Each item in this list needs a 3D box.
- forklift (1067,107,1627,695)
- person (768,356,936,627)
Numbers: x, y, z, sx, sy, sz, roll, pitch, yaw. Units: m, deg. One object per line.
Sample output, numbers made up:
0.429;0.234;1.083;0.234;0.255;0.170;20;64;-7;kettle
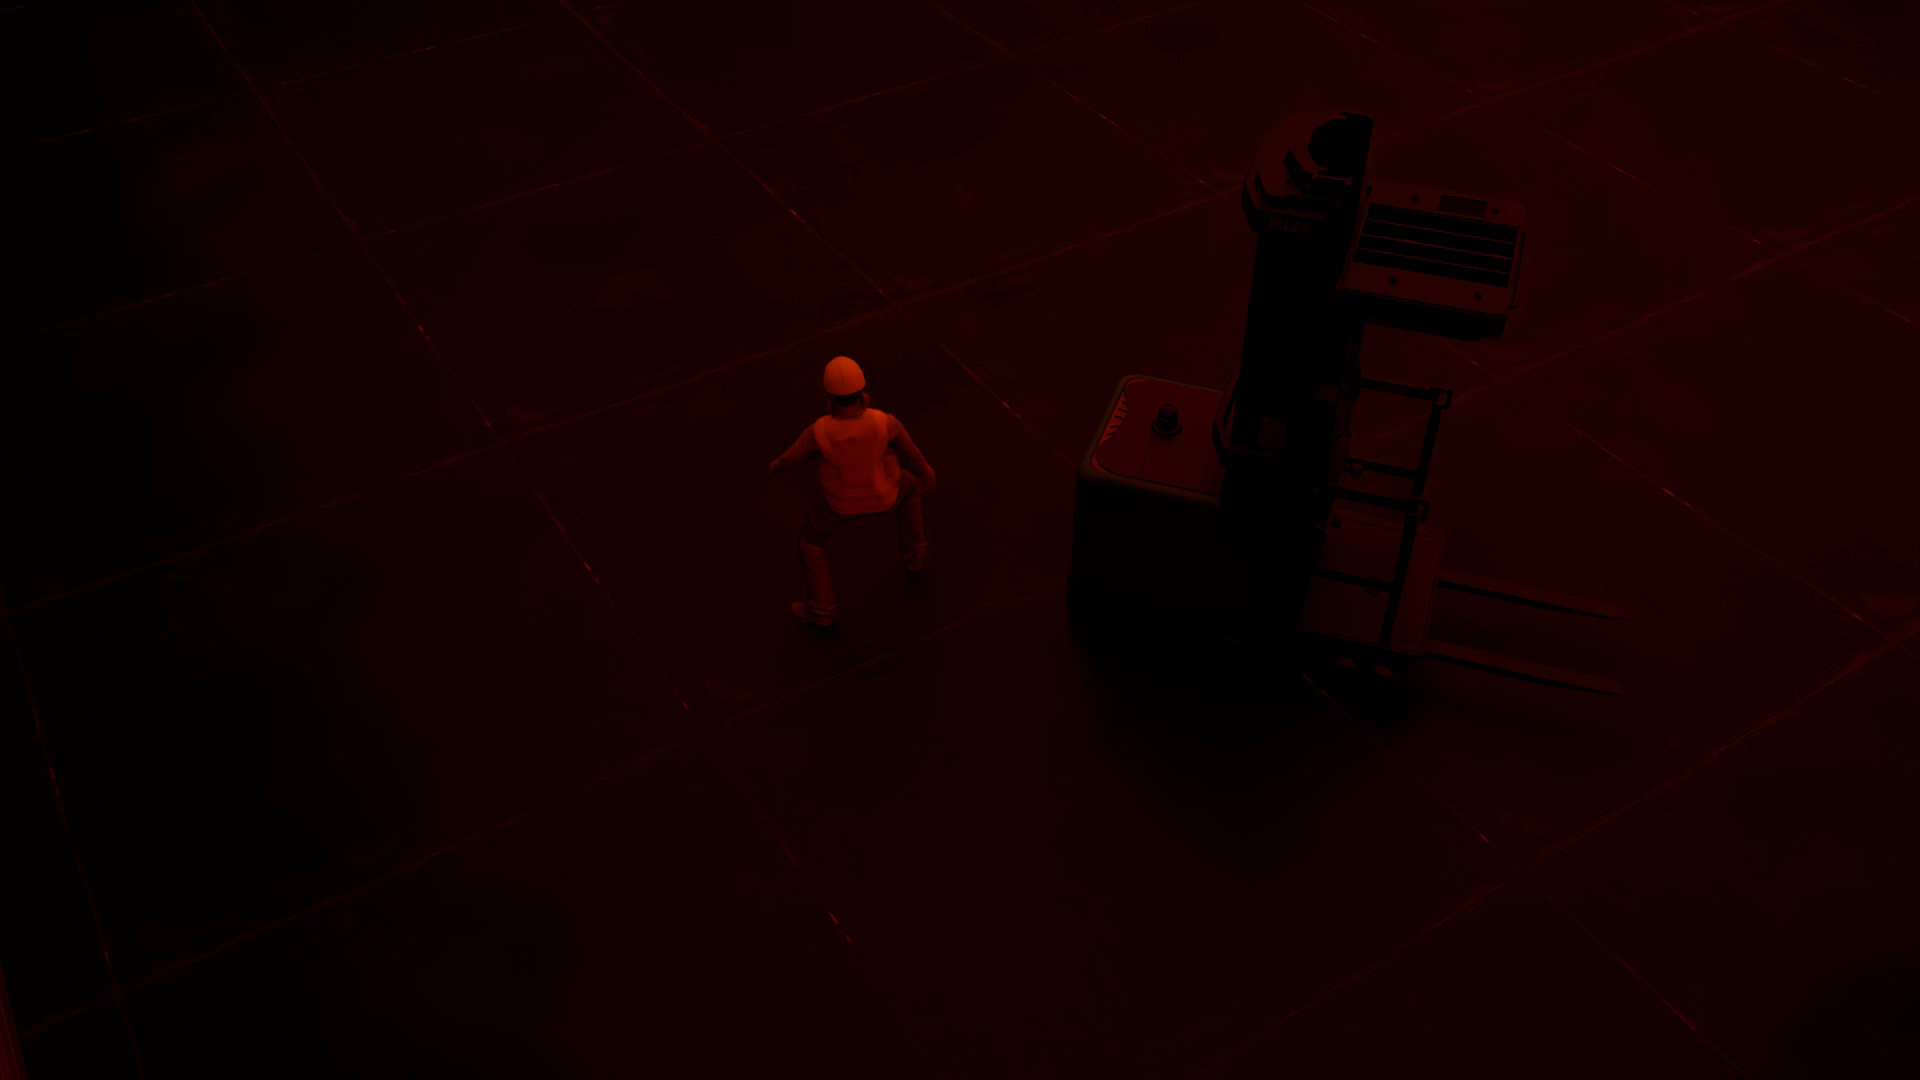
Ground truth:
2.188;-0.651;8.616;3.031;2.935;1.130;13;43;14;forklift
-0.599;-0.335;9.253;0.938;1.656;0.673;-4;41;-4;person
